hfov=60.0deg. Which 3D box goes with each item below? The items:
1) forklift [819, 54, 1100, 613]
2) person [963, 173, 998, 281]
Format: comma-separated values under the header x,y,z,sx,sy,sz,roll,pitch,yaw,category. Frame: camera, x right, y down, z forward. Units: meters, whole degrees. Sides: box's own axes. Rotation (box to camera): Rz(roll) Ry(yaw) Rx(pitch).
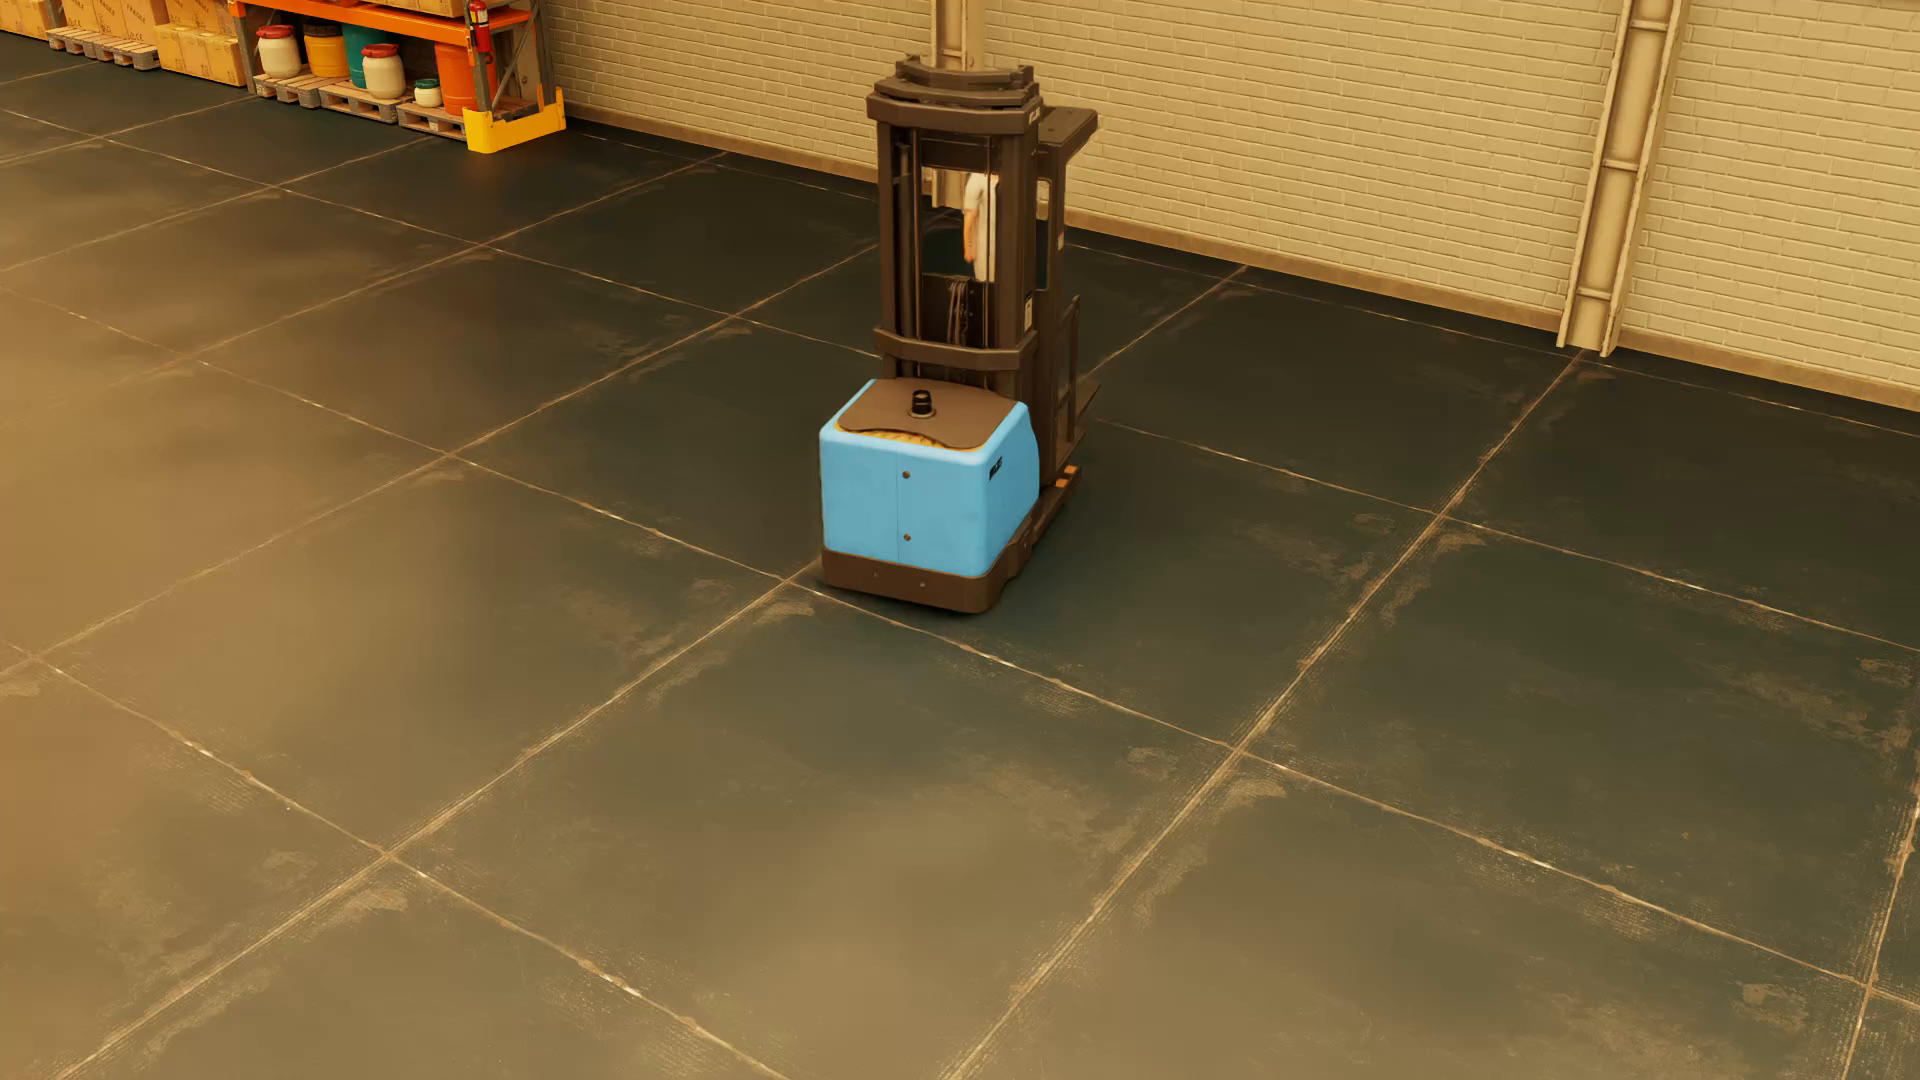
x,y,z,sx,sy,sz,roll,pitch,yaw,category
0.168,-1.570,10.284,1.130,2.935,3.031,11,32,18,forklift
0.277,-2.284,12.822,0.478,1.661,0.538,22,37,33,person
